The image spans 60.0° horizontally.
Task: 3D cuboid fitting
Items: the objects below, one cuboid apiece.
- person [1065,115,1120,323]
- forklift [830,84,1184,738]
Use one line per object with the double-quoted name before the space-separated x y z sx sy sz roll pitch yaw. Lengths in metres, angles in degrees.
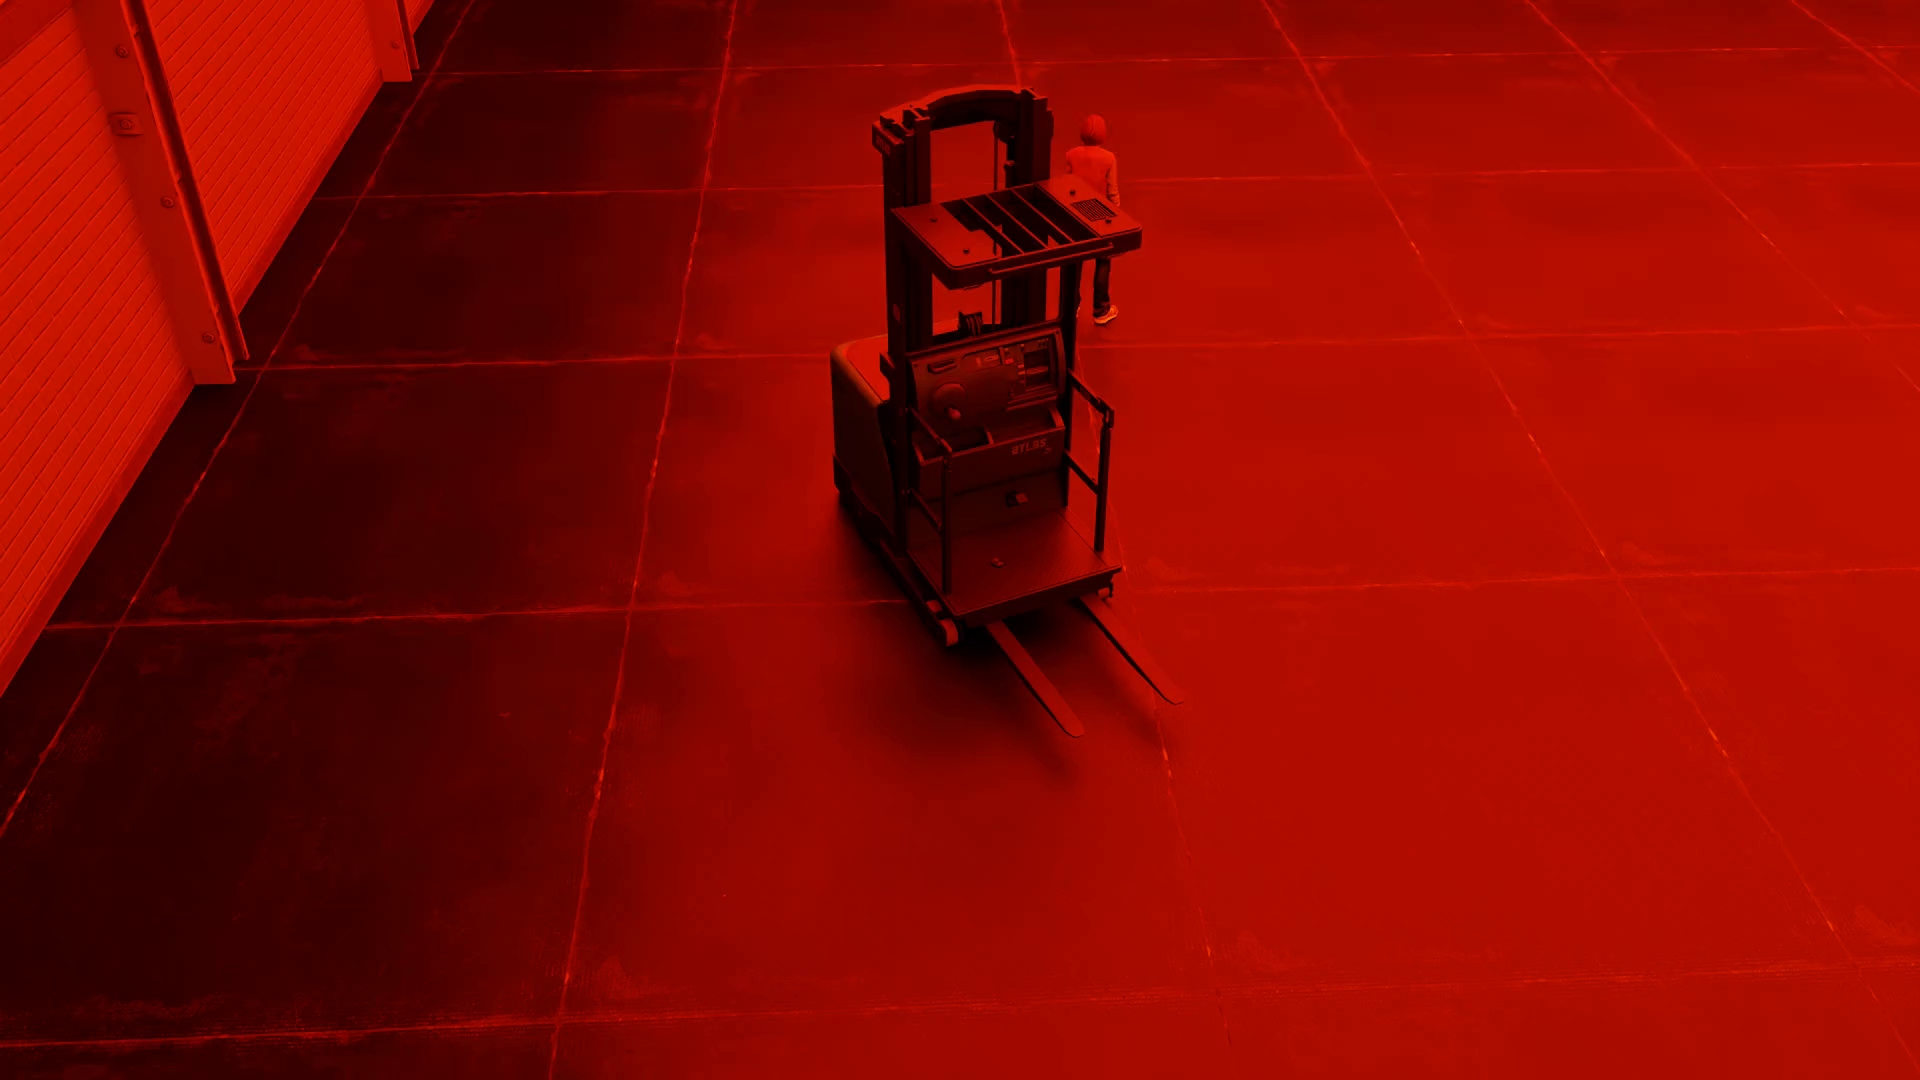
"person" 0.966 -2.375 12.408 0.464 1.592 0.345 12 38 16
"forklift" 0.258 -0.860 9.192 1.130 2.935 3.031 -15 39 -20
